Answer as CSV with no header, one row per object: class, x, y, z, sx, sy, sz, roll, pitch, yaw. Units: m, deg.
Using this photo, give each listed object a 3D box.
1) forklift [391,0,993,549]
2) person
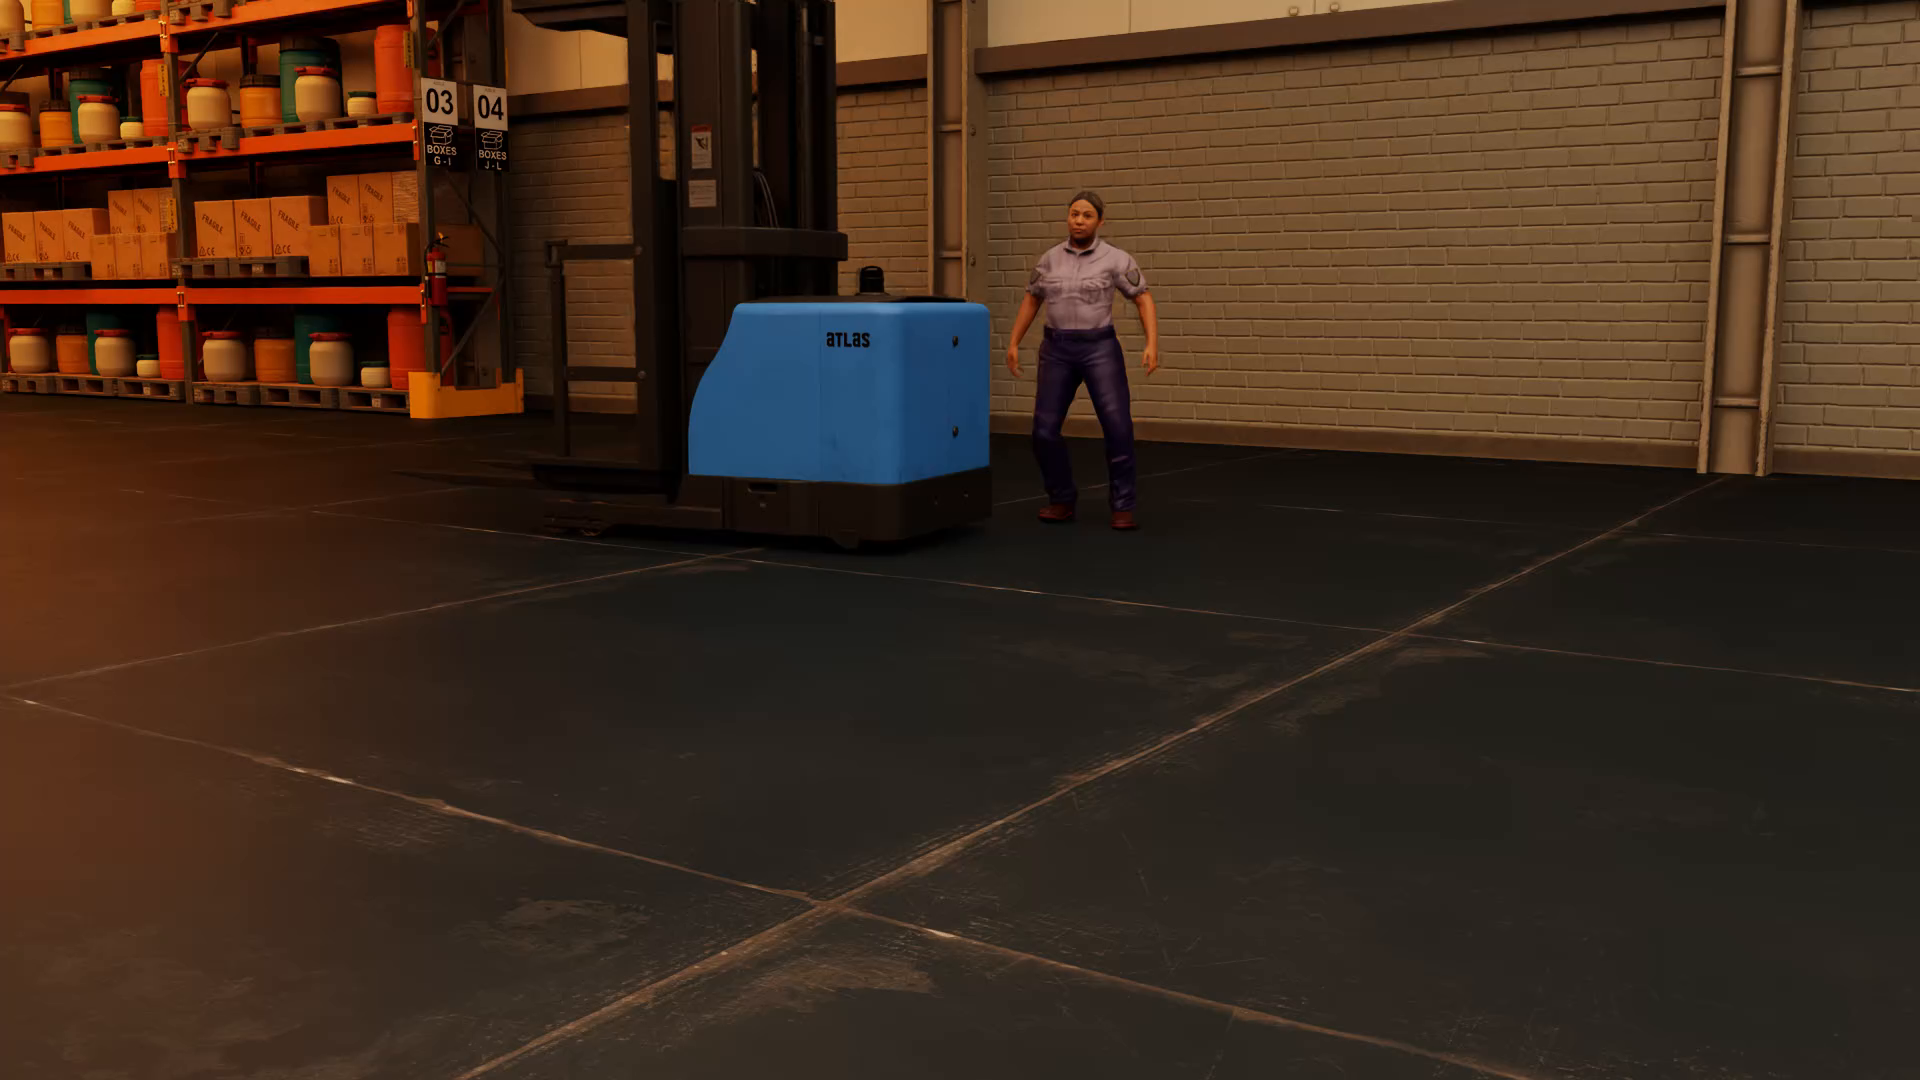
forklift,-1.401,-1.530,7.950,3.031,2.935,1.130,4,9,26
person,0.583,-0.878,8.088,0.763,1.601,0.444,3,9,21
